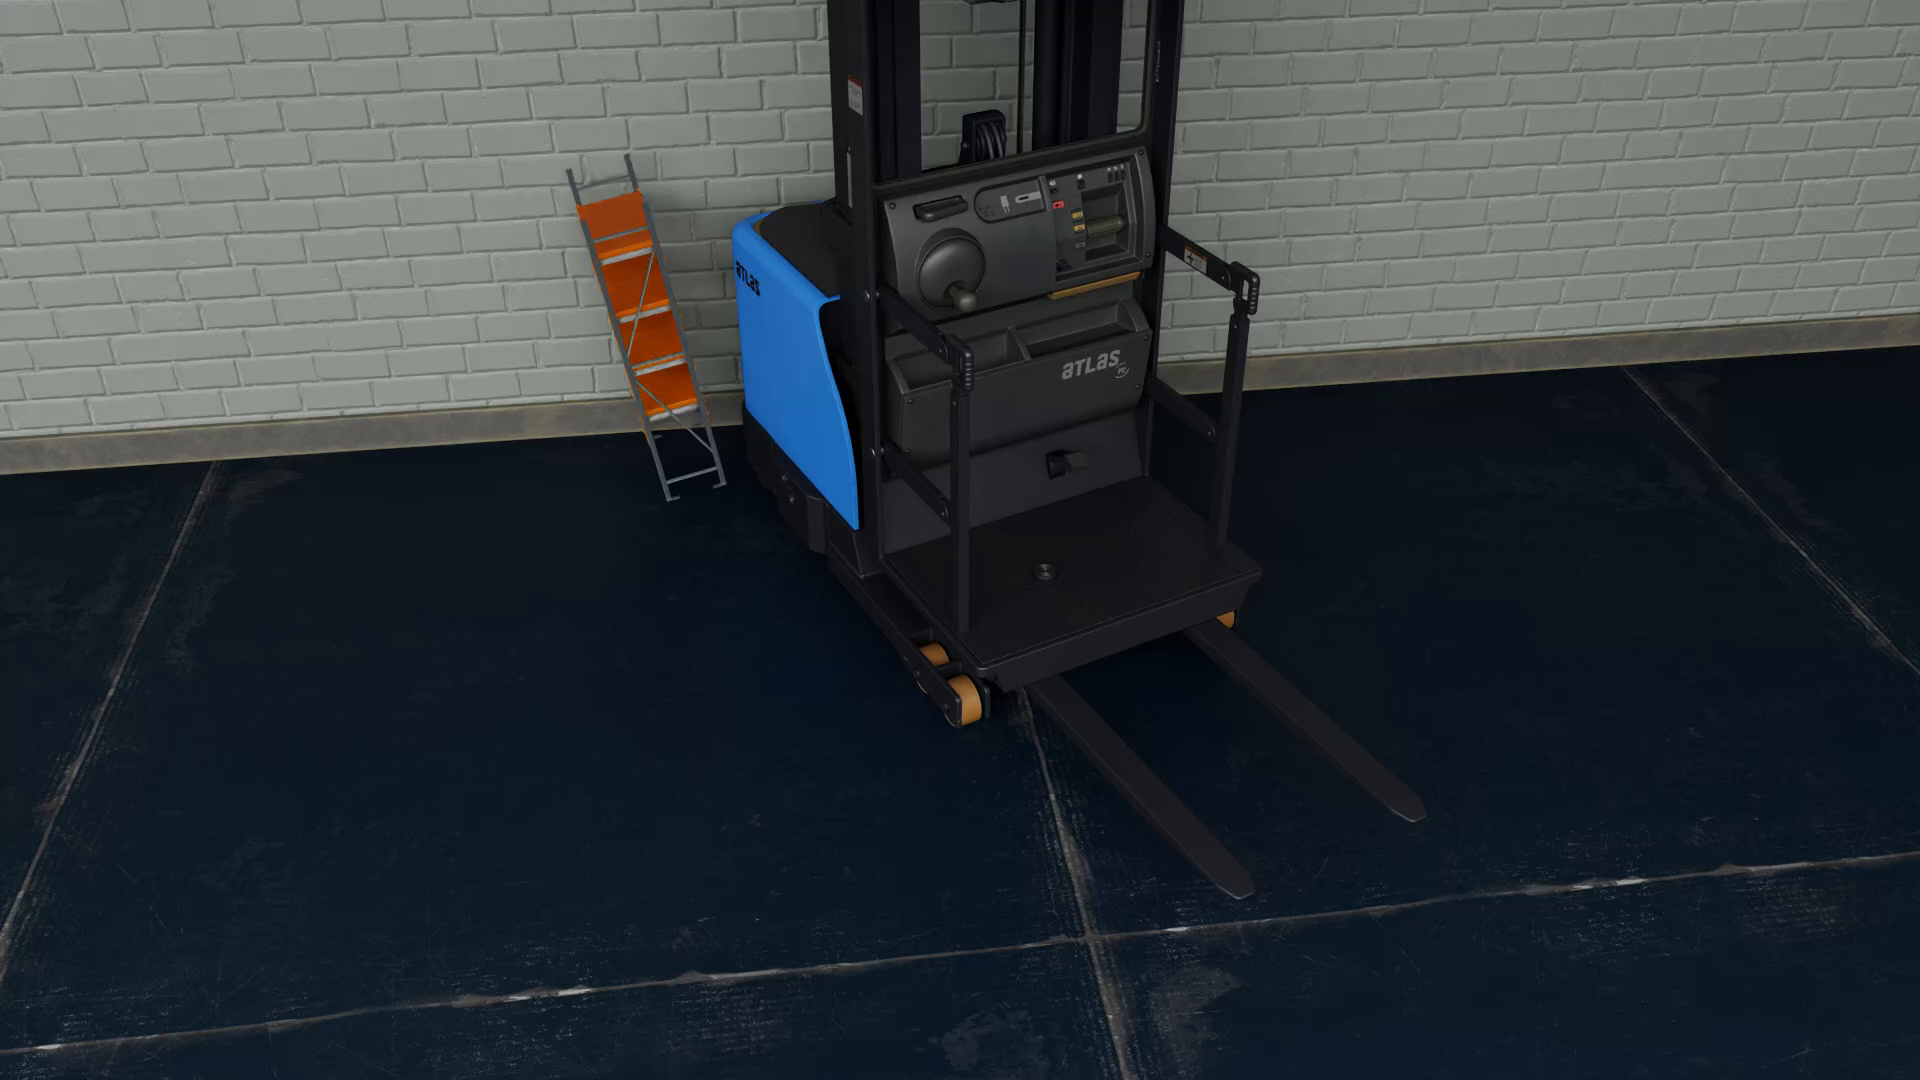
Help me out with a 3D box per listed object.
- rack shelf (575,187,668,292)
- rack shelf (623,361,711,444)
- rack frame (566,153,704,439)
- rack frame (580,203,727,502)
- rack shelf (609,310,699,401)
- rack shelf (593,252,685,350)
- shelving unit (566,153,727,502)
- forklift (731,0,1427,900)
[{"bbox_3d":[-1.242,-1.104,6.089,0.258,0.148,0.480,-17,37,-9],"label":"rack shelf"},{"bbox_3d":[-1.146,-0.582,6.479,0.258,0.148,0.480,-17,37,-9],"label":"rack shelf"},{"bbox_3d":[-1.256,-0.924,6.515,0.240,1.200,0.015,-17,37,-9],"label":"rack frame"},{"bbox_3d":[-1.113,-0.662,6.129,0.240,1.200,0.015,-17,37,-9],"label":"rack frame"},{"bbox_3d":[-1.175,-0.740,6.362,0.258,0.148,0.480,-17,37,-9],"label":"rack shelf"},{"bbox_3d":[-1.207,-0.917,6.229,0.258,0.148,0.480,-17,37,-9],"label":"rack shelf"},{"bbox_3d":[-1.185,-0.793,6.322,0.258,1.200,0.503,-17,37,-9],"label":"shelving unit"},{"bbox_3d":[0.303,-0.903,4.972,1.130,2.935,3.031,-17,38,-24],"label":"forklift"}]
